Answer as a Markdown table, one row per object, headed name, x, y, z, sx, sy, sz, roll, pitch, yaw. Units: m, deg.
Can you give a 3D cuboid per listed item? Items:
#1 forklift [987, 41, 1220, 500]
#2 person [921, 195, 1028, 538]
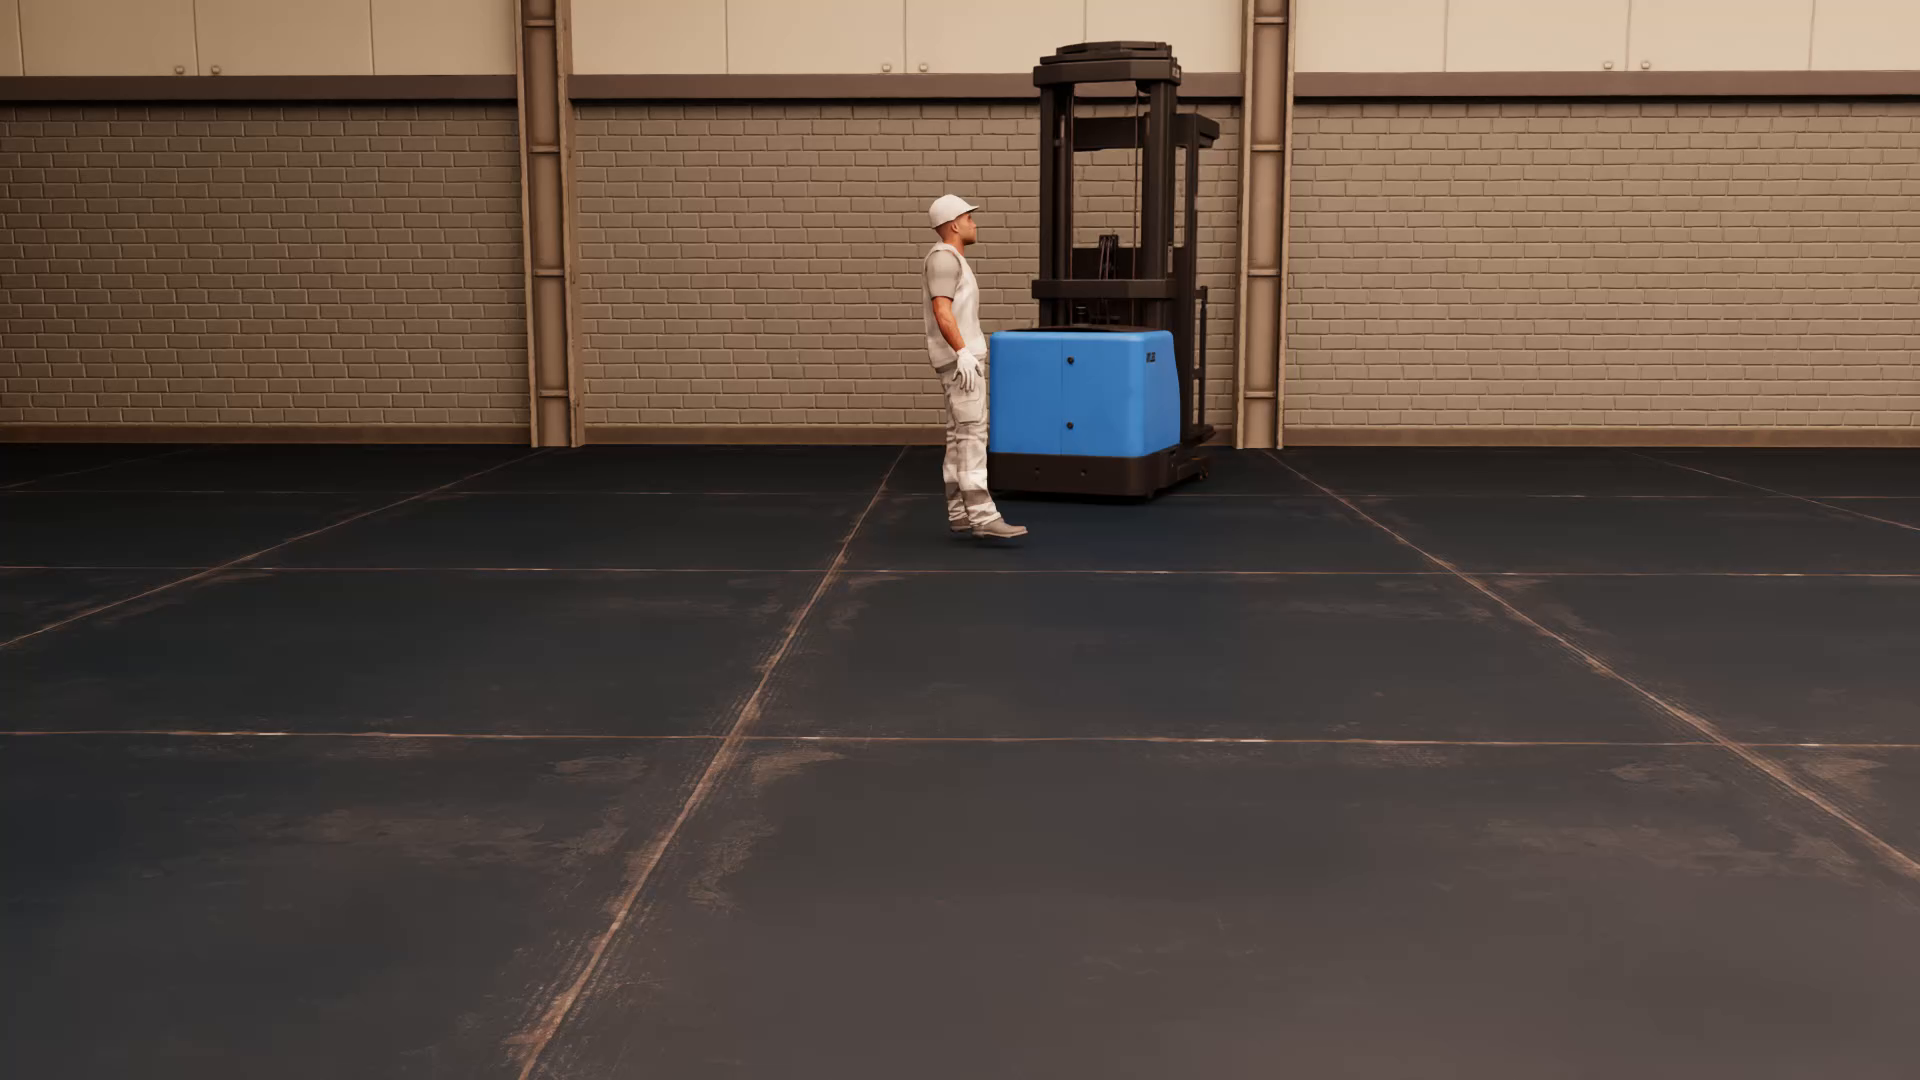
| name | x | y | z | sx | sy | sz | roll | pitch | yaw |
| --- | --- | --- | --- | --- | --- | --- | --- | --- | --- |
| forklift | 1.170 | -1.887 | 11.654 | 1.130 | 2.935 | 3.031 | 3 | 9 | 21 |
| person | 0.079 | -0.929 | 8.846 | 0.564 | 1.786 | 0.638 | 0 | 9 | 1 |
